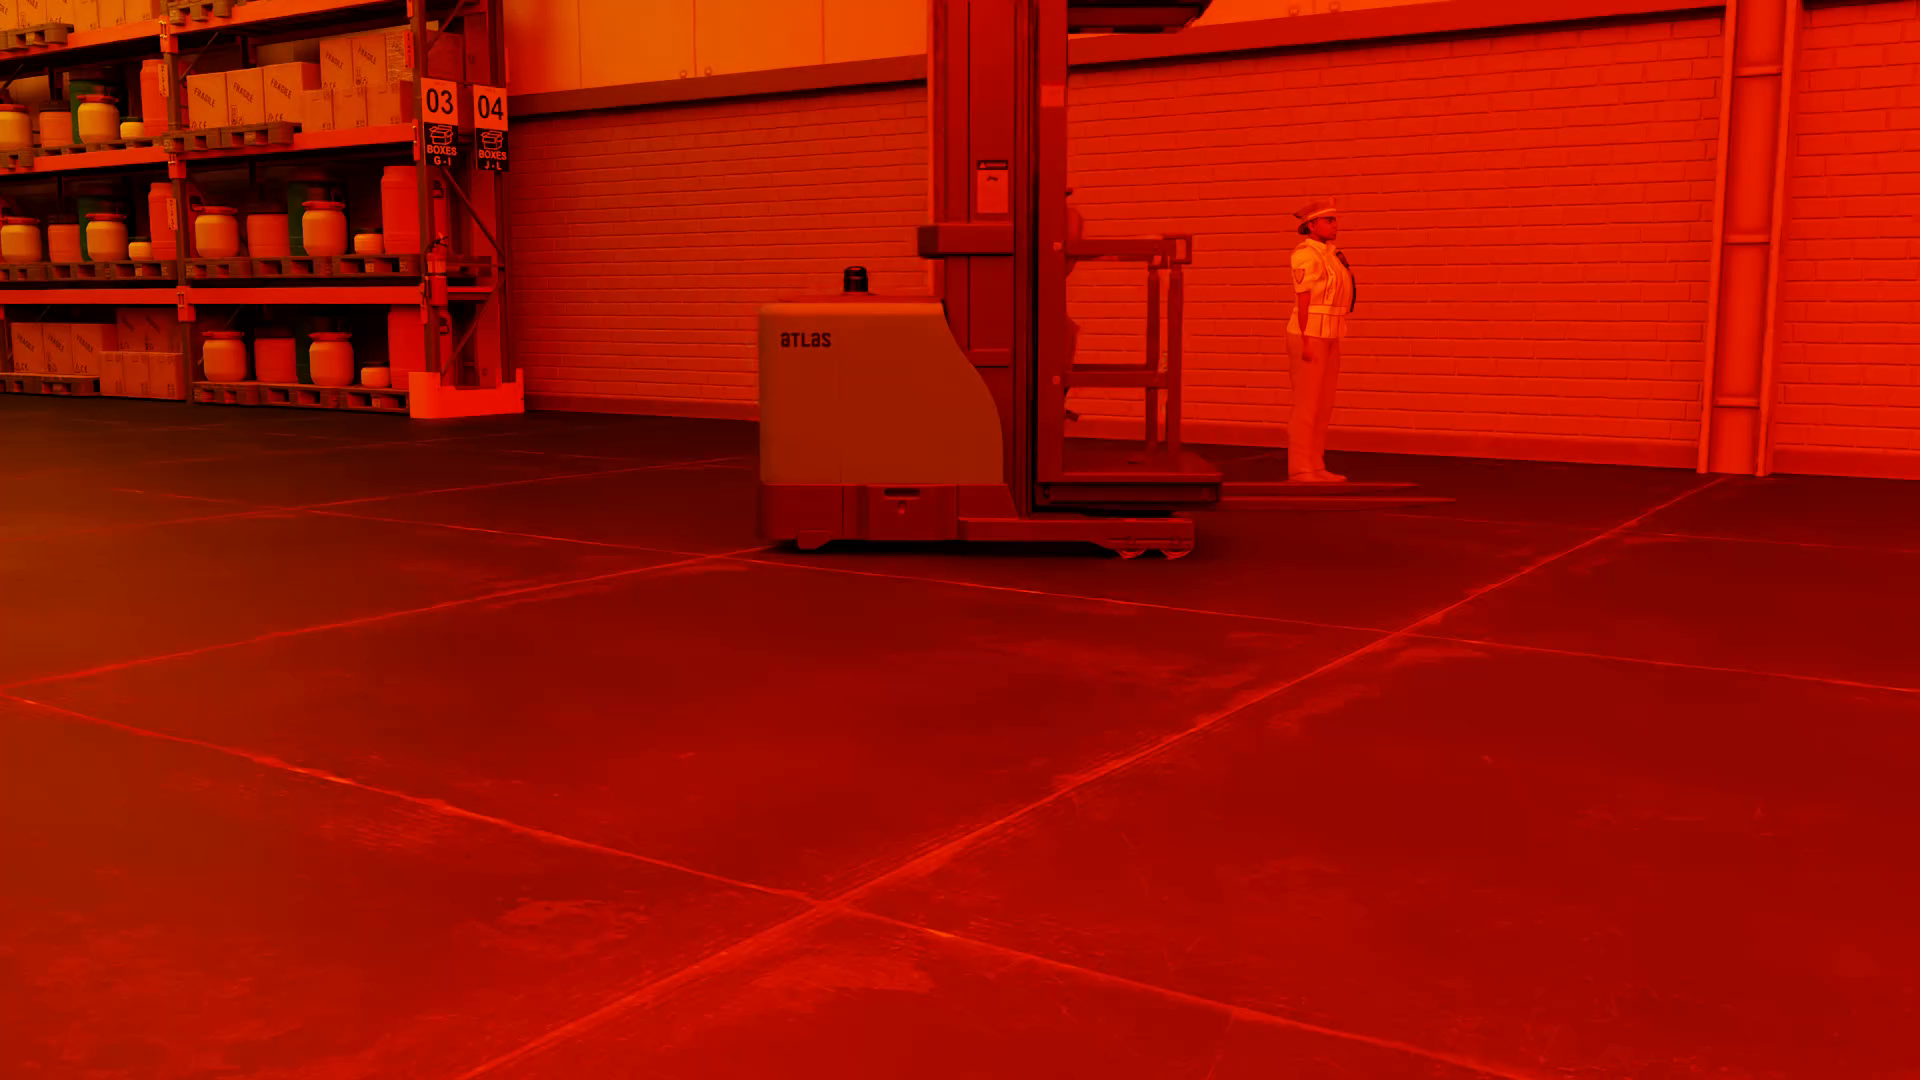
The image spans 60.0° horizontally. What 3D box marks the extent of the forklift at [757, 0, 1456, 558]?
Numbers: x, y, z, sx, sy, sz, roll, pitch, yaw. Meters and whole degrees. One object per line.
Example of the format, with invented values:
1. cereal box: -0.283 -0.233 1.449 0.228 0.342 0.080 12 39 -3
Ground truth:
1. forklift: 0.647 -1.451 7.395 3.031 2.935 1.130 0 8 1

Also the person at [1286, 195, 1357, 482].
1. person: 2.106 -1.159 9.763 0.352 1.694 0.452 5 10 32
